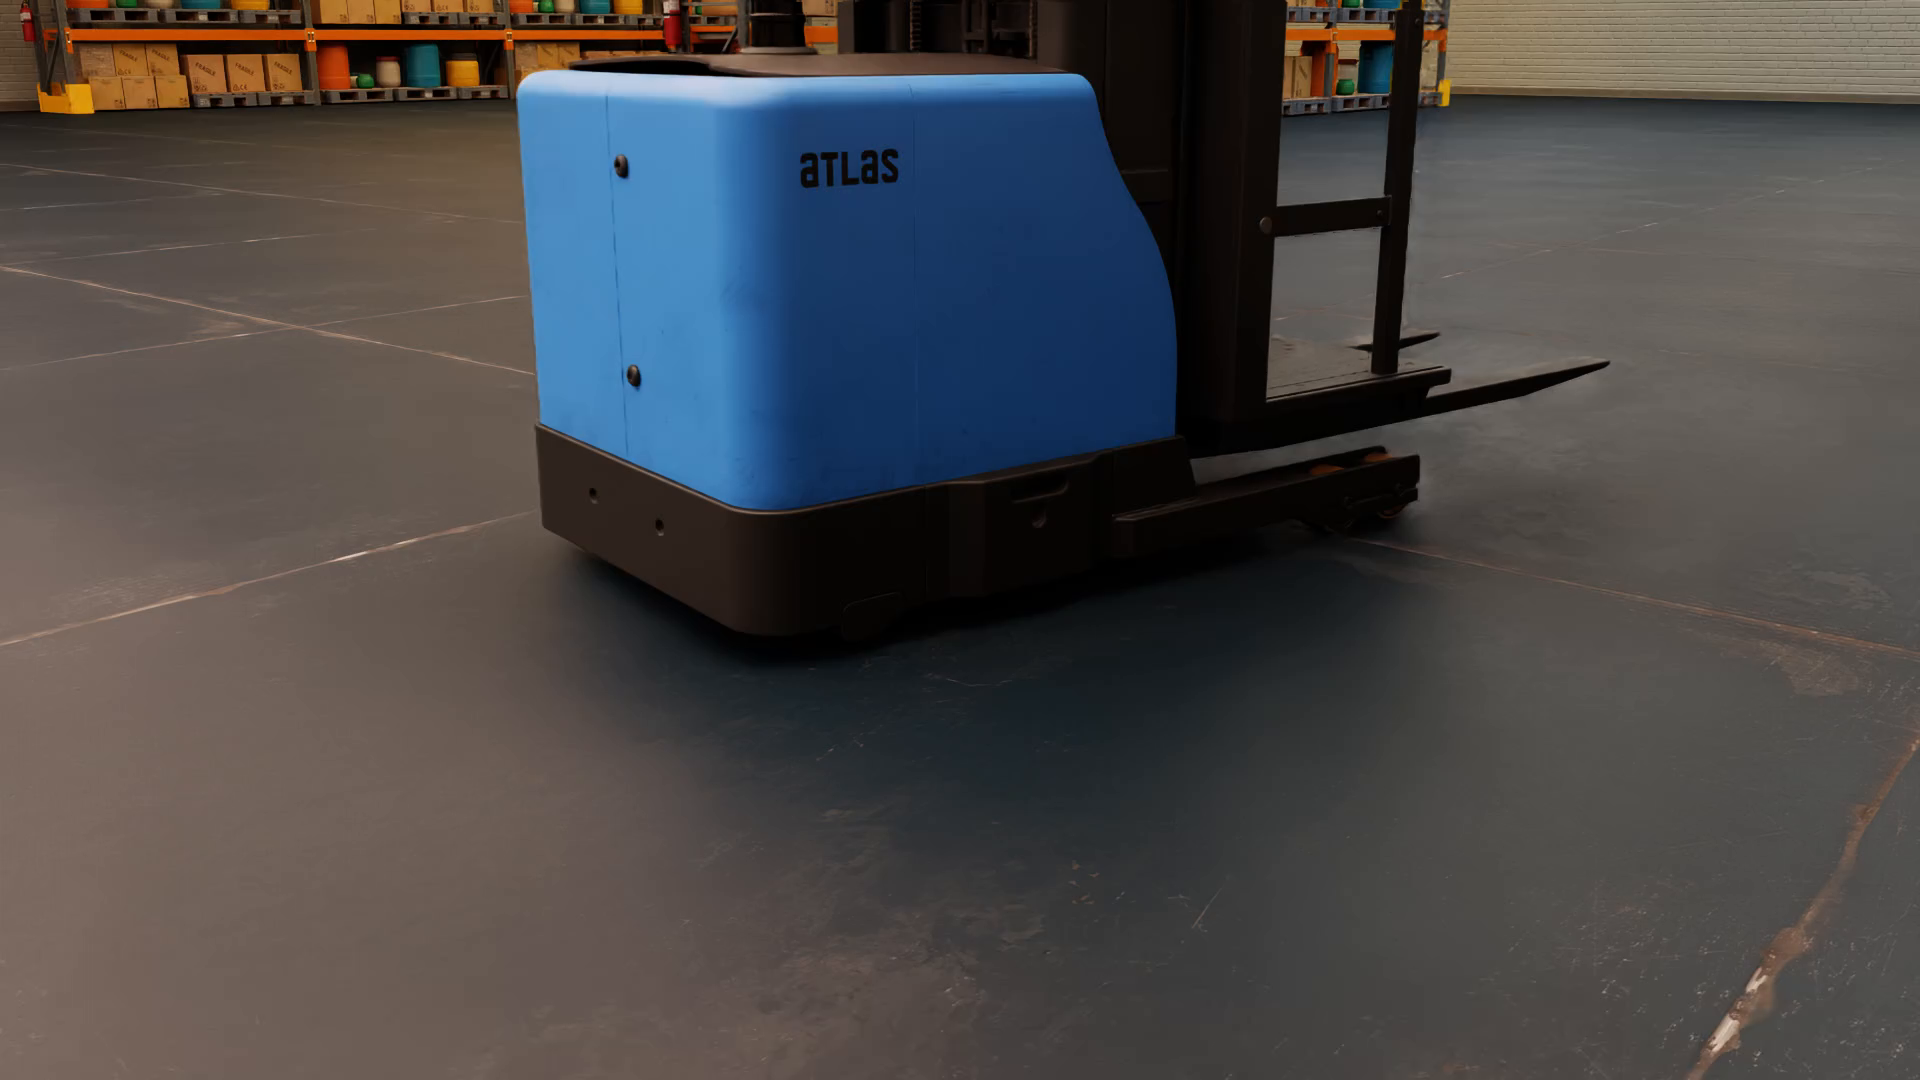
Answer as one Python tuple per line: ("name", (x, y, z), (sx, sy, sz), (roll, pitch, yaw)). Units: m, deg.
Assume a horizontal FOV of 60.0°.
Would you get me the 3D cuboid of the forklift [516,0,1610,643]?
("forklift", (0.517, -1.528, 3.930), (3.031, 2.935, 1.130), (-12, 21, -35))
